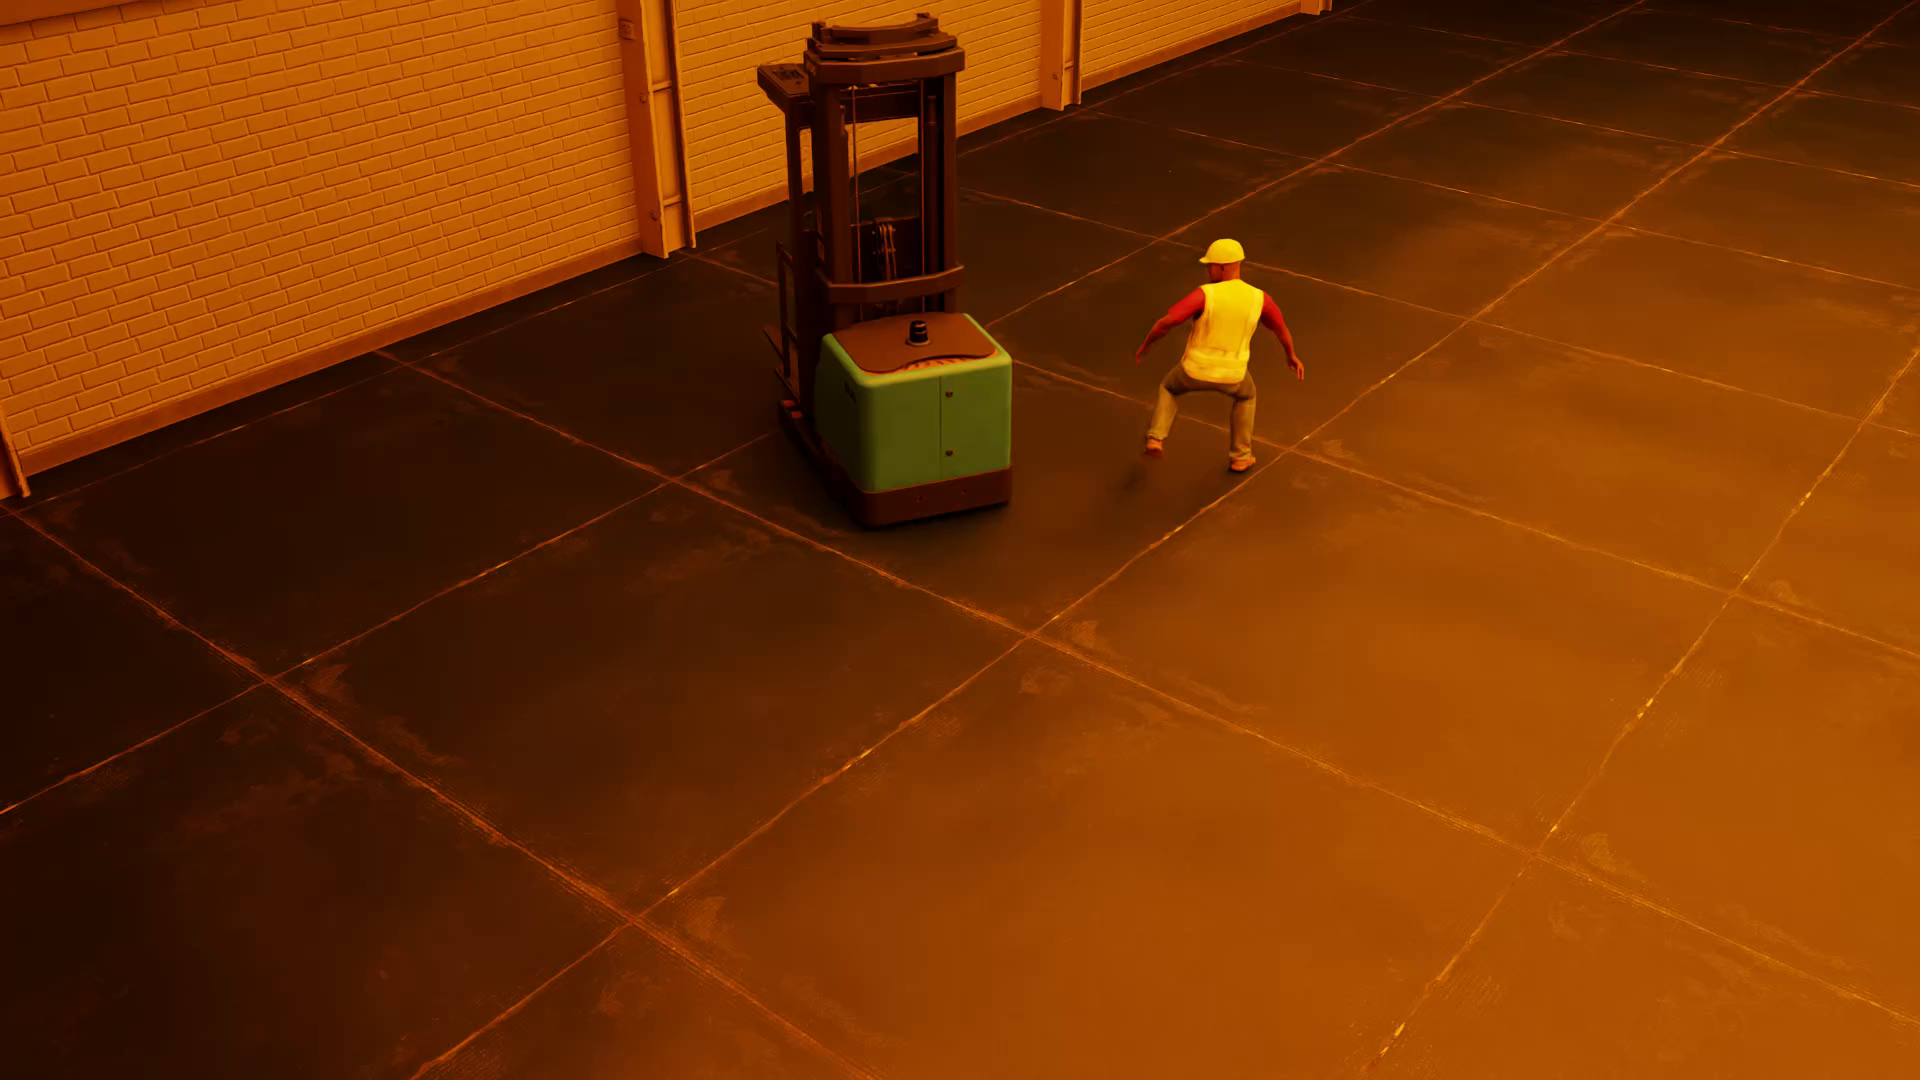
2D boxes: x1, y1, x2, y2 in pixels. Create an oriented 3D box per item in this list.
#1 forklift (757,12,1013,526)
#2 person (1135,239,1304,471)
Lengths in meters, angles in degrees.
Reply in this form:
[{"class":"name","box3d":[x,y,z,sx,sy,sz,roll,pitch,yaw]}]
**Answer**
[{"class":"forklift","box3d":[-0.665,-2.083,11.159,1.130,2.935,3.031,-11,32,-18]},{"class":"person","box3d":[1.715,-1.187,10.962,1.127,1.641,0.503,2,30,3]}]
